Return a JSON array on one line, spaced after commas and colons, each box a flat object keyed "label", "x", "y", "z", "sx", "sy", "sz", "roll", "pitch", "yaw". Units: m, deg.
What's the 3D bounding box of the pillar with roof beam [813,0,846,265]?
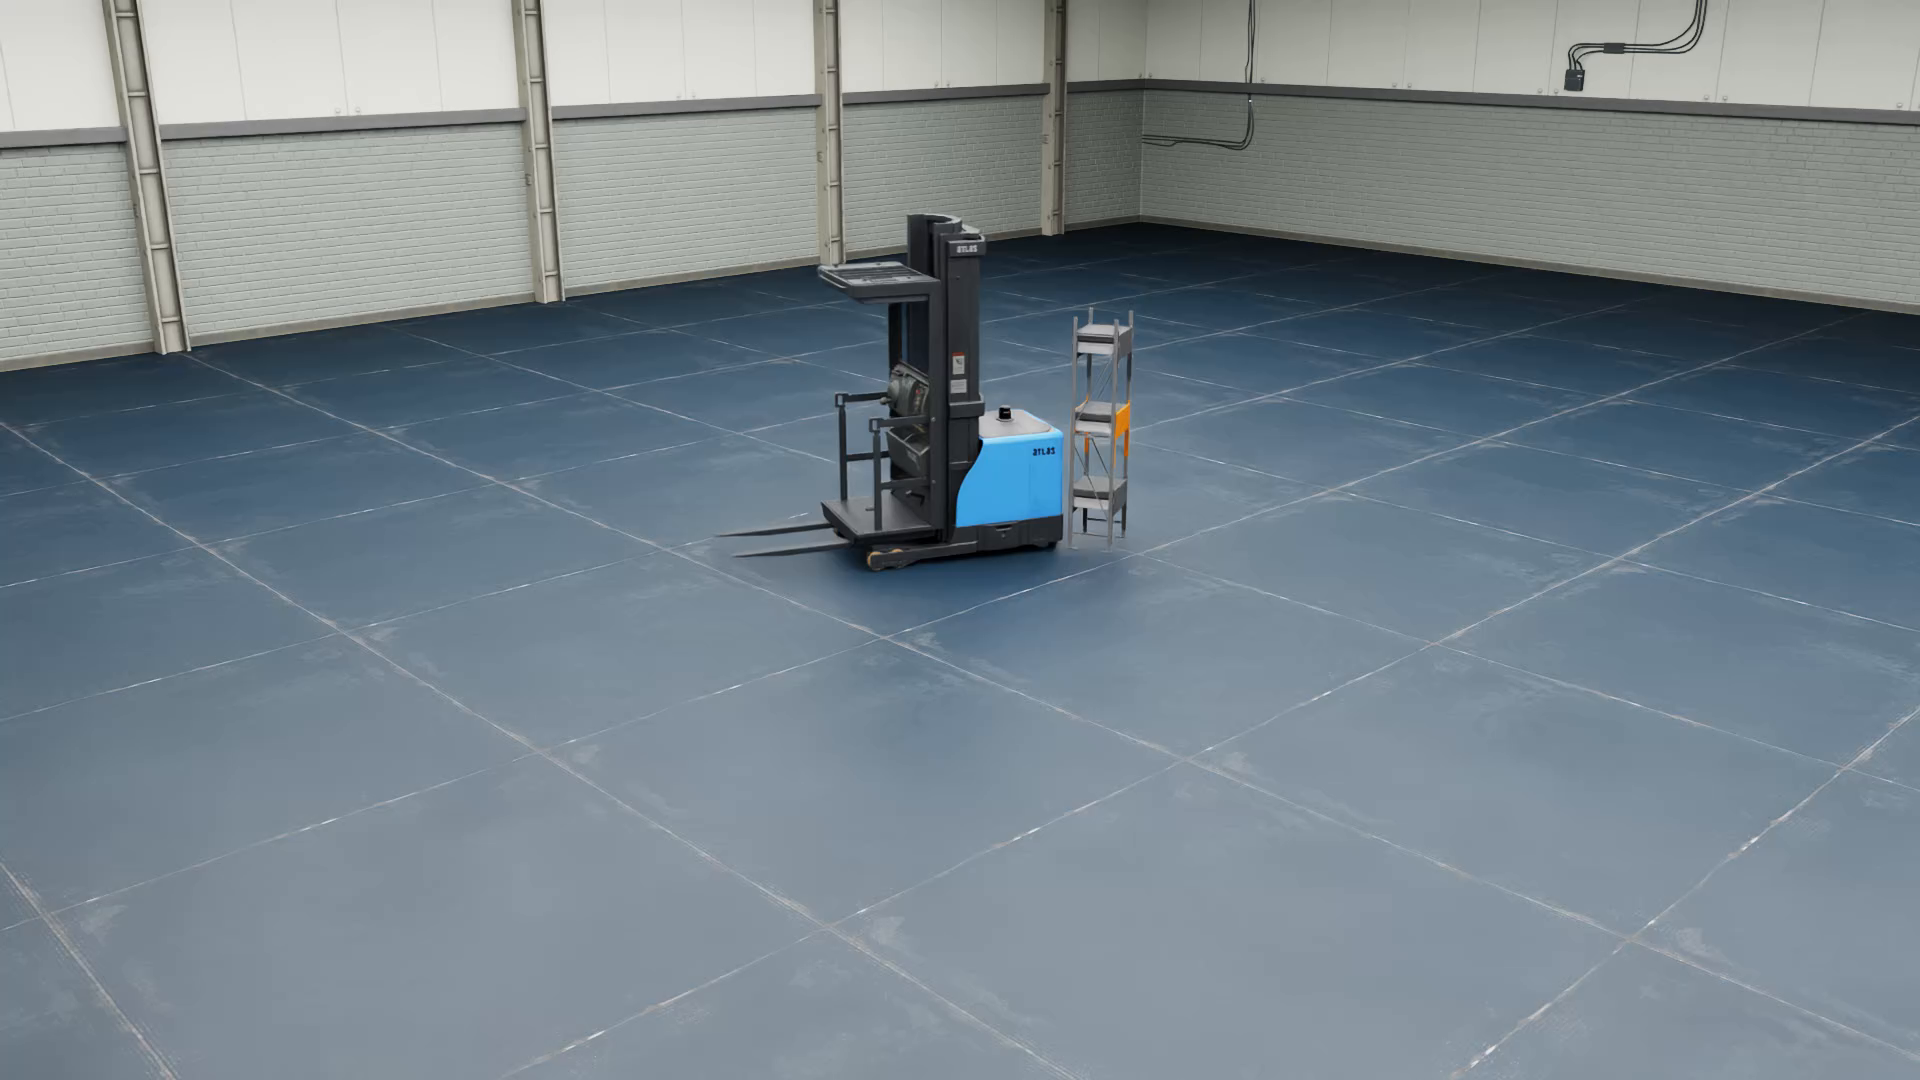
[{"label": "pillar with roof beam", "x": 0.560, "y": -8.530, "z": 26.969, "sx": 0.400, "sy": 9.000, "sz": 9.100, "roll": -16, "pitch": 24, "yaw": -41}]

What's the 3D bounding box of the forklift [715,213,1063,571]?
[{"label": "forklift", "x": -0.638, "y": -1.308, "z": 14.533, "sx": 3.031, "sy": 2.935, "sz": 1.130, "roll": -7, "pitch": 19, "yaw": -20}]

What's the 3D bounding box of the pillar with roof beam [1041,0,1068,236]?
[{"label": "pillar with roof beam", "x": 4.919, "y": -9.802, "z": 30.890, "sx": 0.400, "sy": 9.000, "sz": 9.100, "roll": -16, "pitch": 24, "yaw": -41}]

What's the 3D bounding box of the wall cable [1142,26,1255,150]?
[{"label": "wall cable", "x": 5.011, "y": -9.617, "z": 35.356, "sx": 0.112, "sy": 2.526, "sz": 3.097, "roll": -16, "pitch": 24, "yaw": -41}]

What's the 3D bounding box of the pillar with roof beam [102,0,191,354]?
[{"label": "pillar with roof beam", "x": -8.160, "y": -5.987, "z": 19.126, "sx": 0.400, "sy": 9.000, "sz": 9.100, "roll": -16, "pitch": 24, "yaw": -41}]

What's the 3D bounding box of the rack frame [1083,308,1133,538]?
[{"label": "rack frame", "x": 1.336, "y": -1.042, "z": 15.060, "sx": 0.400, "sy": 2.100, "sz": 0.015, "roll": 7, "pitch": 18, "yaw": 19}]

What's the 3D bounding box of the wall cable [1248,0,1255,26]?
[{"label": "wall cable", "x": 6.869, "y": -11.413, "z": 32.707, "sx": 0.112, "sy": 2.526, "sz": 3.097, "roll": -16, "pitch": 24, "yaw": -41}]

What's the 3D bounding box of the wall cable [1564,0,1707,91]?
[{"label": "wall cable", "x": 11.522, "y": -10.581, "z": 27.781, "sx": 0.169, "sy": 6.003, "sz": 2.305, "roll": -16, "pitch": 24, "yaw": -41}]

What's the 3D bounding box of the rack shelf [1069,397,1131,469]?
[{"label": "rack shelf", "x": 1.251, "y": -0.961, "z": 14.845, "sx": 0.431, "sy": 0.518, "sz": 0.480, "roll": 7, "pitch": 18, "yaw": 19}]

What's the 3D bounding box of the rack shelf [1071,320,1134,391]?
[{"label": "rack shelf", "x": 1.254, "y": -1.629, "z": 14.636, "sx": 0.431, "sy": 0.518, "sz": 0.480, "roll": 7, "pitch": 18, "yaw": 19}]

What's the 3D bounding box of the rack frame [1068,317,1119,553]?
[{"label": "rack frame", "x": 1.166, "y": -0.906, "z": 14.623, "sx": 0.400, "sy": 2.100, "sz": 0.015, "roll": 7, "pitch": 18, "yaw": 19}]

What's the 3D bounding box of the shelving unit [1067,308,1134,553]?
[{"label": "shelving unit", "x": 1.251, "y": -0.974, "z": 14.841, "sx": 0.431, "sy": 2.100, "sz": 0.503, "roll": 7, "pitch": 18, "yaw": 19}]

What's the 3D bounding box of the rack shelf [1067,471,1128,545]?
[{"label": "rack shelf", "x": 1.248, "y": -0.293, "z": 15.054, "sx": 0.431, "sy": 0.518, "sz": 0.480, "roll": 7, "pitch": 18, "yaw": 19}]

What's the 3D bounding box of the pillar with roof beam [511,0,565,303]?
[{"label": "pillar with roof beam", "x": -3.800, "y": -7.259, "z": 23.048, "sx": 0.400, "sy": 9.000, "sz": 9.100, "roll": -16, "pitch": 24, "yaw": -41}]
